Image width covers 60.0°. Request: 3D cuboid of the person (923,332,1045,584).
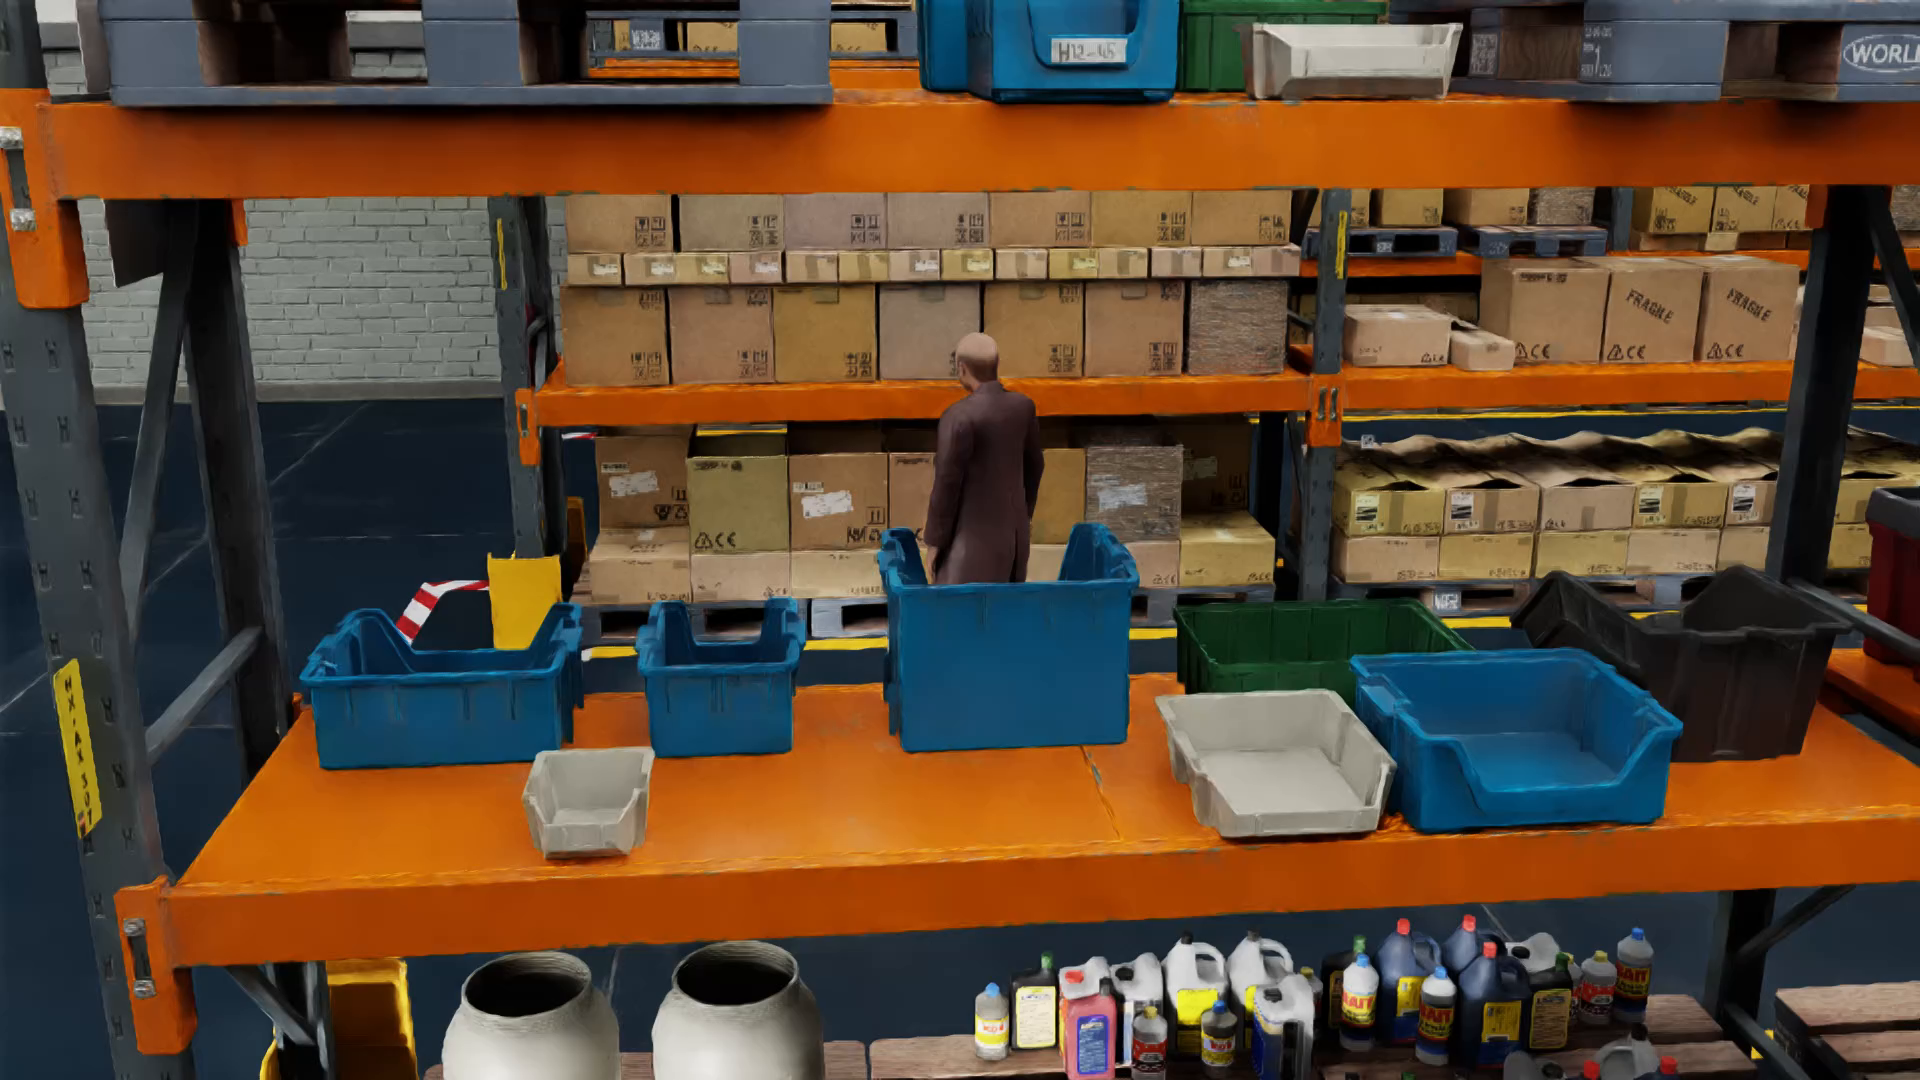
[{"bbox_3d":[0.091,-0.005,7.133,0.433,1.759,0.903,11,20,34],"label":"person"}]
